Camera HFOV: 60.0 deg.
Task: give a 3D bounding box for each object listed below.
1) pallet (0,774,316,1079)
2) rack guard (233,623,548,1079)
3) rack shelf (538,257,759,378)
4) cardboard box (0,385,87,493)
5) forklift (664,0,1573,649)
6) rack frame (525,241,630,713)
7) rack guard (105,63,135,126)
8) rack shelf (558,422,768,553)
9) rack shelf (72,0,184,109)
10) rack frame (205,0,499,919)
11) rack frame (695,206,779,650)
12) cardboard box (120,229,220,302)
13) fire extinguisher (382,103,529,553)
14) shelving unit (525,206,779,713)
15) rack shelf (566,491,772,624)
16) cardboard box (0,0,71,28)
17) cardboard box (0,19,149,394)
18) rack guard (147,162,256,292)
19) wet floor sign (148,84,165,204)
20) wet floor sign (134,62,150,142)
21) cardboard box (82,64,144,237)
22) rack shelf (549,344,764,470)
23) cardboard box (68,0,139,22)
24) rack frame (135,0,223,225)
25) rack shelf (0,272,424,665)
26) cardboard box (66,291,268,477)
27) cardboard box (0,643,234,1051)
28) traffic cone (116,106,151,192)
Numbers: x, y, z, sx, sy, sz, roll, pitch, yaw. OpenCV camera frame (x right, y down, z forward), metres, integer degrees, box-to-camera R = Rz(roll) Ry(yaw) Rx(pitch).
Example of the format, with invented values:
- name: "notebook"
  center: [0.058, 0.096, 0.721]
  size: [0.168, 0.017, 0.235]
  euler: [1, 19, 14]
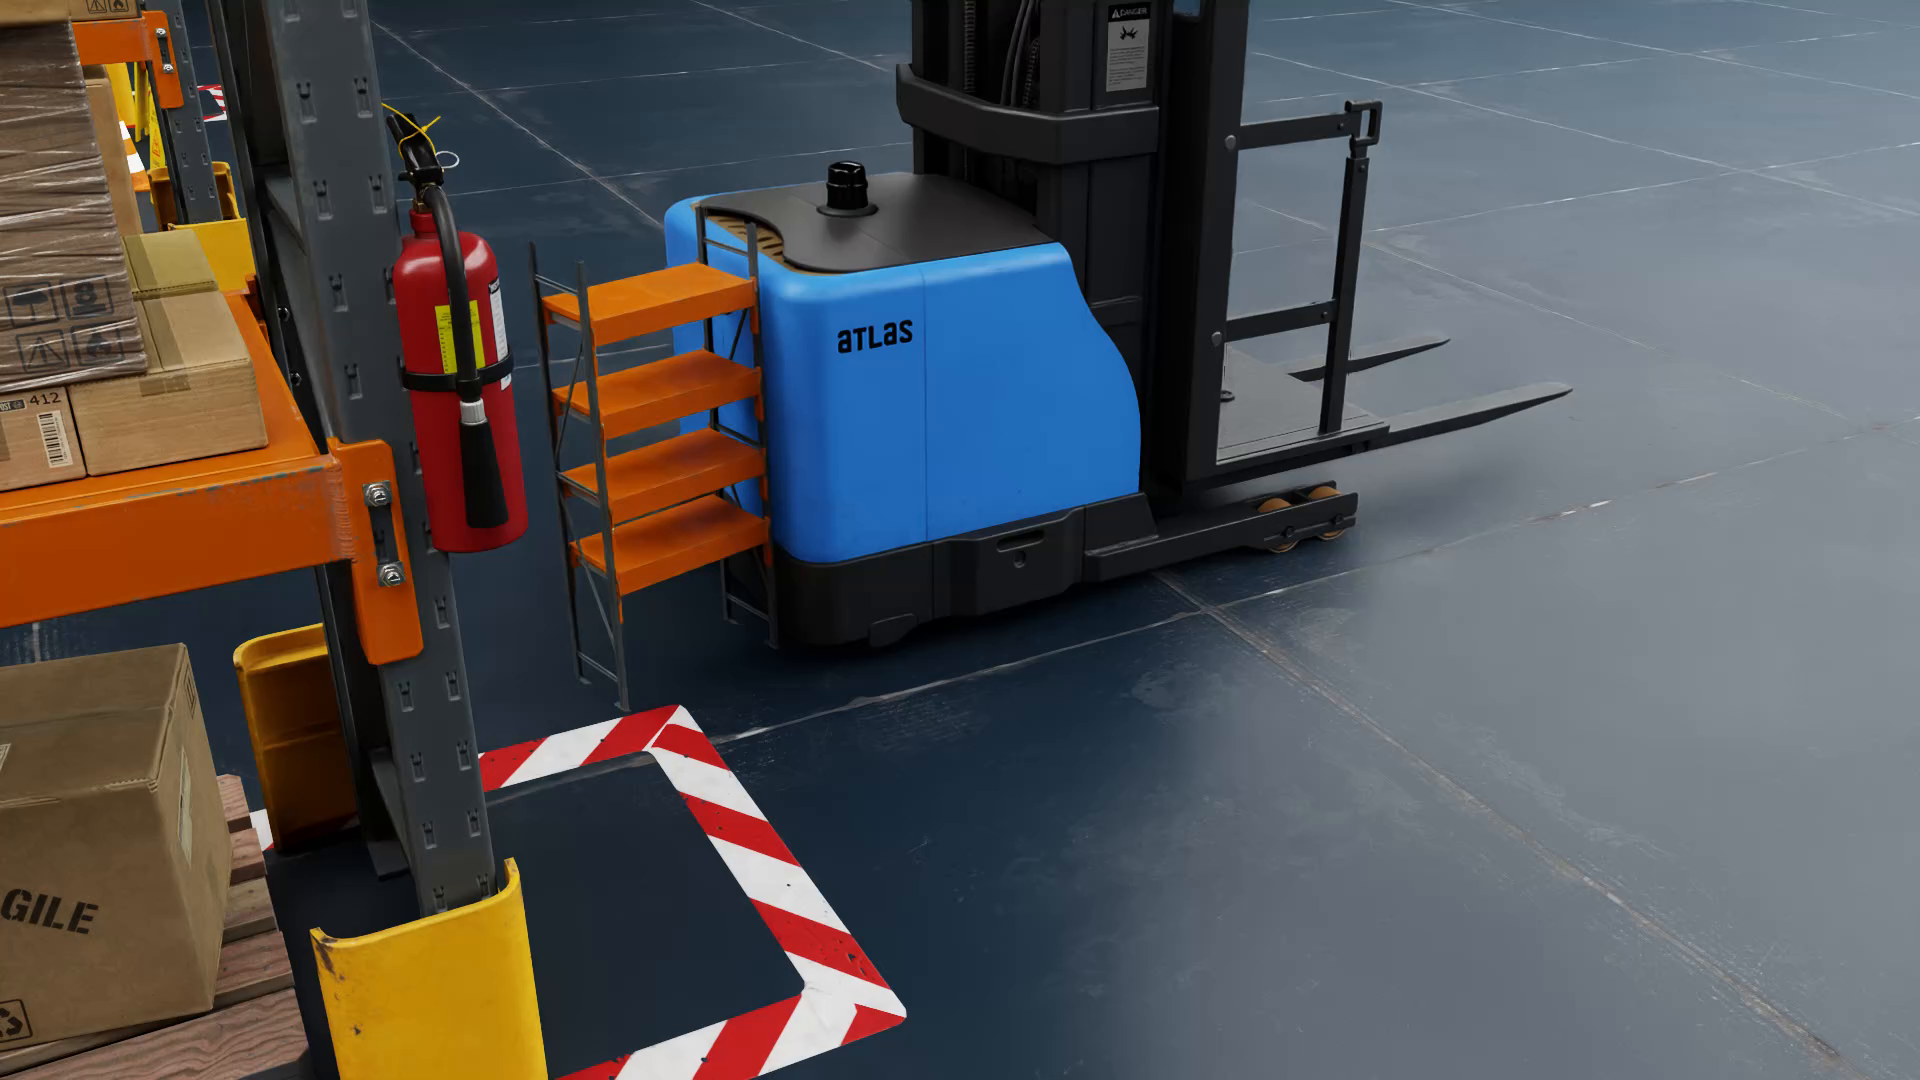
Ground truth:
- name: "pallet"
  center: [-1.898, 0.921, 3.088]
  size: [1.213, 0.211, 1.003]
  euler: [-13, 29, -25]
- name: "rack guard"
  center: [-1.165, 0.639, 3.342]
  size: [0.348, 0.500, 1.175]
  euler: [-13, 29, -25]
- name: "rack shelf"
  center: [-0.769, -0.558, 4.117]
  size: [0.480, 0.148, 0.258]
  euler: [-22, 33, -38]
- name: "cardboard box"
  center: [-1.473, -0.203, 2.497]
  size: [0.250, 0.149, 0.380]
  euler: [-13, 29, -25]
- name: "forklift"
  center: [0.670, -1.467, 4.919]
  size: [3.031, 2.935, 1.130]
  euler: [-13, 29, -26]
- name: "rack frame"
  center: [-0.946, -0.131, 4.137]
  size: [0.015, 1.200, 0.240]
  euler: [-22, 33, -38]
- name: "rack guard"
  center: [-5.828, -3.146, 11.225]
  size: [0.348, 0.500, 1.175]
  euler: [-13, 29, -25]
- name: "rack shelf"
  center: [-0.768, -0.143, 4.317]
  size: [0.480, 0.148, 0.258]
  euler: [-22, 33, -38]
- name: "rack shelf"
  center: [-5.107, -1.687, 6.129]
  size: [4.000, 0.370, 1.077]
  euler: [-13, 29, -25]
- name: "rack frame"
  center: [-1.098, -0.504, 2.833]
  size: [0.127, 3.000, 1.000]
  euler: [-13, 29, -25]
- name: "rack frame"
  center: [-0.591, -0.276, 4.438]
  size: [0.015, 1.200, 0.240]
  euler: [-22, 33, -38]
- name: "cardboard box"
  center: [-1.462, -0.423, 2.956]
  size: [0.250, 0.149, 0.380]
  euler: [-13, 29, -25]
- name: "fire extinguisher"
  center: [-0.780, -0.316, 2.532]
  size: [0.183, 0.674, 0.296]
  euler: [-13, 29, -25]
- name: "shelving unit"
  center: [-0.768, -0.203, 4.287]
  size: [0.503, 1.200, 0.258]
  euler: [-22, 33, -38]
- name: "rack shelf"
  center: [-0.768, 0.036, 4.402]
  size: [0.480, 0.148, 0.258]
  euler: [-22, 33, -38]
- name: "cardboard box"
  center: [-1.467, -0.927, 2.101]
  size: [0.500, 0.500, 0.500]
  euler: [-13, 29, -25]
- name: "cardboard box"
  center: [-1.596, -0.581, 2.536]
  size: [0.500, 0.500, 0.875]
  euler: [-13, 29, -25]
- name: "rack guard"
  center: [-3.322, -1.296, 7.373]
  size: [0.348, 0.500, 1.175]
  euler: [-13, 29, -25]
- name: "wet floor sign"
  center: [-4.249, -2.119, 8.918]
  size: [0.232, 0.644, 0.267]
  euler: [-19, 31, -34]
- name: "wet floor sign"
  center: [-5.090, -2.857, 10.455]
  size: [0.232, 0.644, 0.267]
  euler: [-4, 26, -7]
- name: "cardboard box"
  center: [-3.910, -1.486, 6.850]
  size: [0.875, 0.875, 0.875]
  euler: [-13, 28, -25]
- name: "rack shelf"
  center: [-0.768, -0.345, 4.220]
  size: [0.480, 0.148, 0.258]
  euler: [-22, 33, -38]
- name: "cardboard box"
  center: [-3.649, -2.393, 6.595]
  size: [0.550, 0.550, 0.875]
  euler: [-13, 29, -25]
- name: "rack frame"
  center: [-3.343, -2.418, 6.821]
  size: [0.127, 3.000, 1.000]
  euler: [-13, 29, -25]
- name: "rack shelf"
  center: [-2.863, 0.228, 2.140]
  size: [4.000, 0.370, 1.077]
  euler: [-13, 29, -25]
- name: "cardboard box"
  center: [-1.252, -0.253, 2.602]
  size: [0.250, 0.149, 0.380]
  euler: [-13, 29, -25]
- name: "cardboard box"
  center: [-1.657, 0.555, 3.032]
  size: [0.500, 0.500, 0.500]
  euler: [-8, 27, -16]
- name: "traffic cone"
  center: [-4.711, -2.210, 9.318]
  size: [0.334, 0.463, 0.336]
  euler: [-13, 29, -25]
